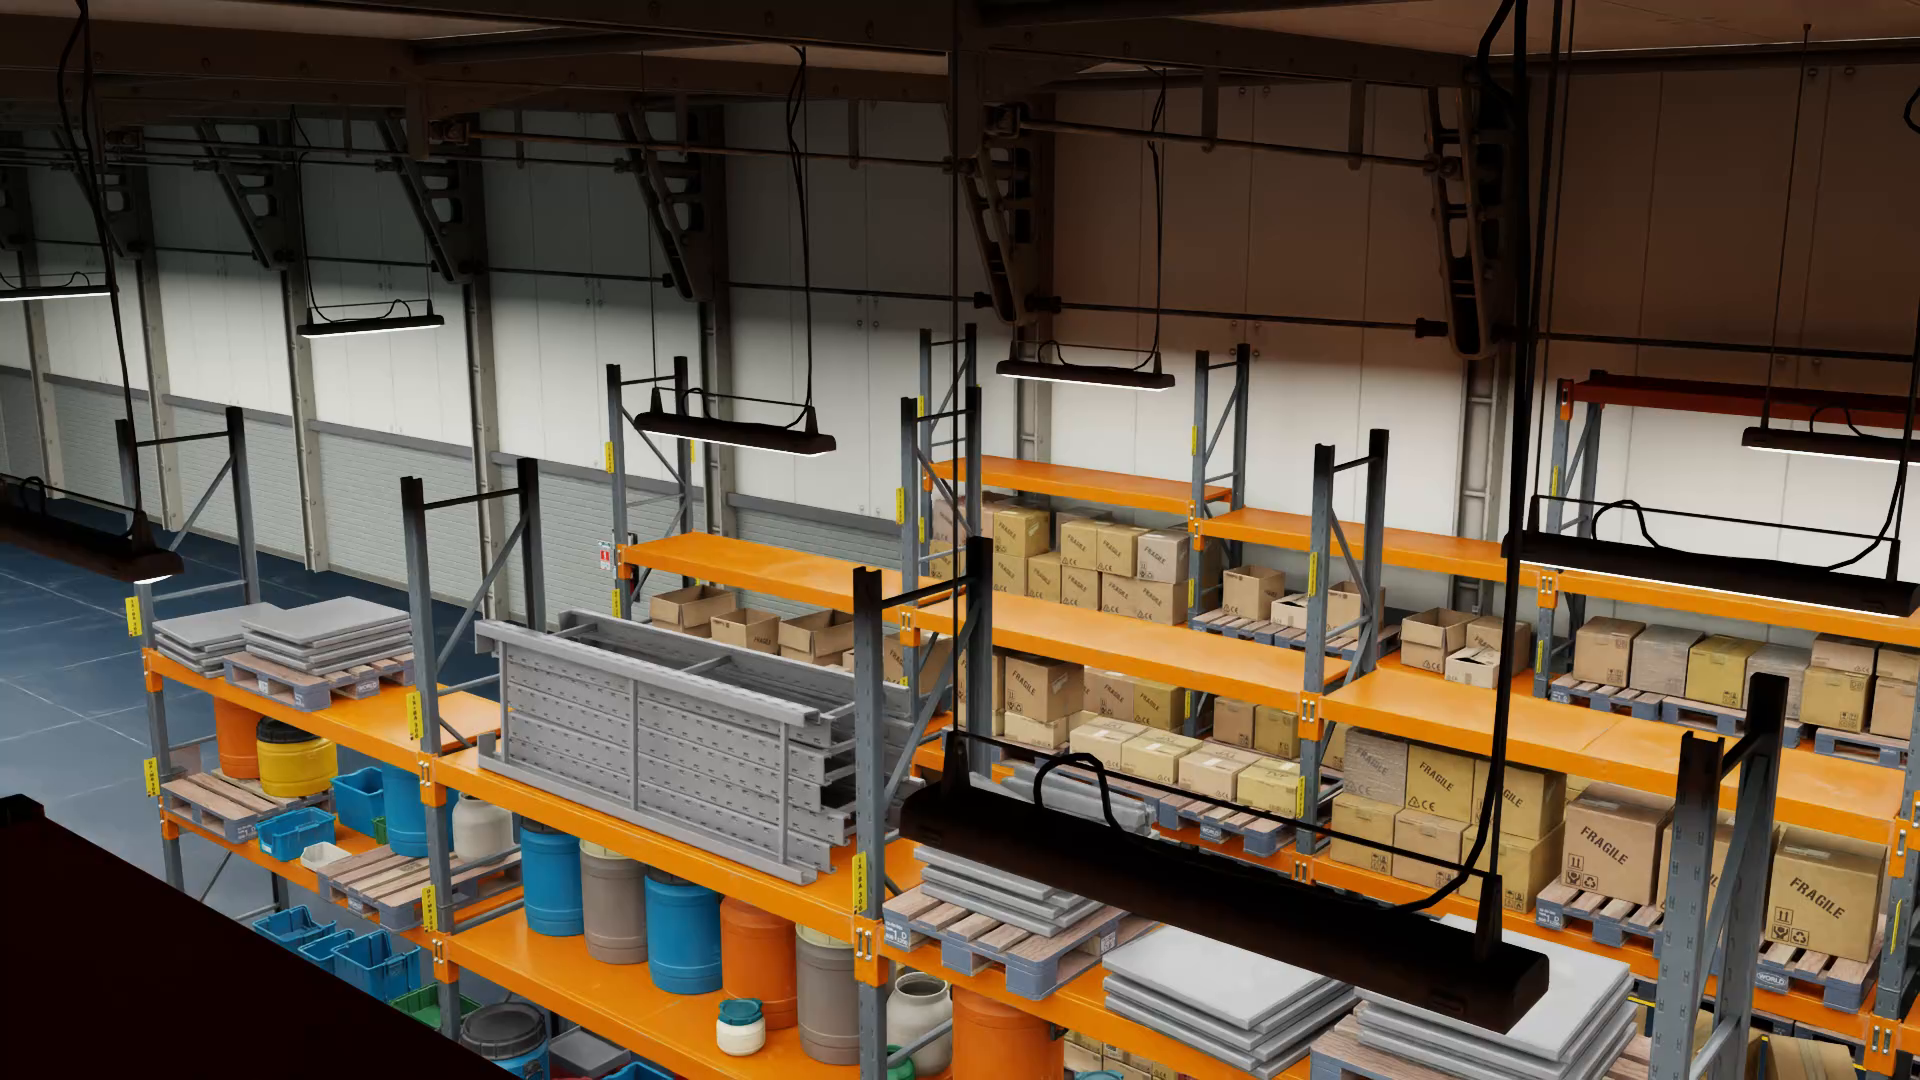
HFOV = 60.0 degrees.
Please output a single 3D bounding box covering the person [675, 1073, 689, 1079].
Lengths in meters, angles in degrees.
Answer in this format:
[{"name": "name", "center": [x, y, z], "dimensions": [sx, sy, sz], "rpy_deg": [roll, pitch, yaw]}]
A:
[{"name": "person", "center": [-1.923, 4.504, 12.482], "dimensions": [1.078, 1.664, 0.524], "rpy_deg": [-10, 16, -39]}]
